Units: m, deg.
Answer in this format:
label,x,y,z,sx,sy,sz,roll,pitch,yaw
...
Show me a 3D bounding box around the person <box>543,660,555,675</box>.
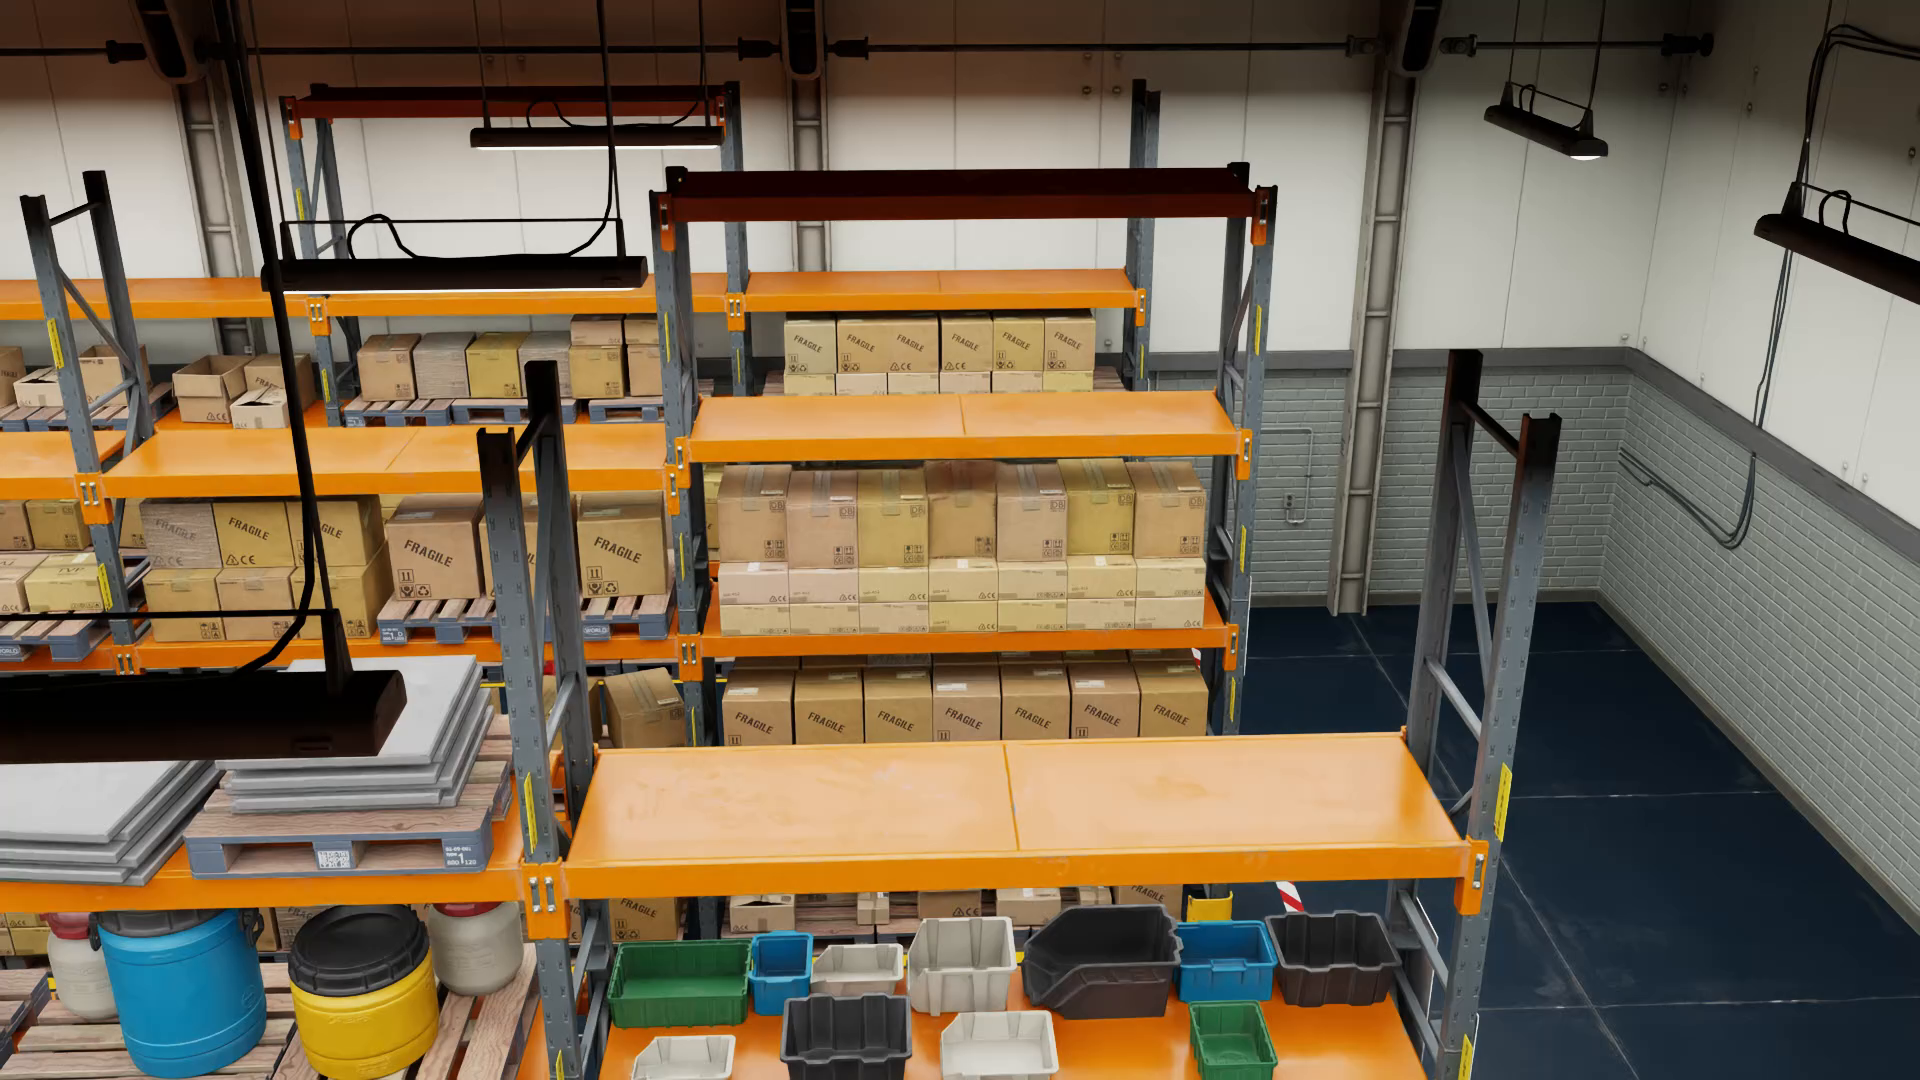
label,x,y,z,sx,sy,sz,roll,pitch,yaw
person,-3.624,1.564,15.067,0.802,1.756,0.556,-4,22,-10
